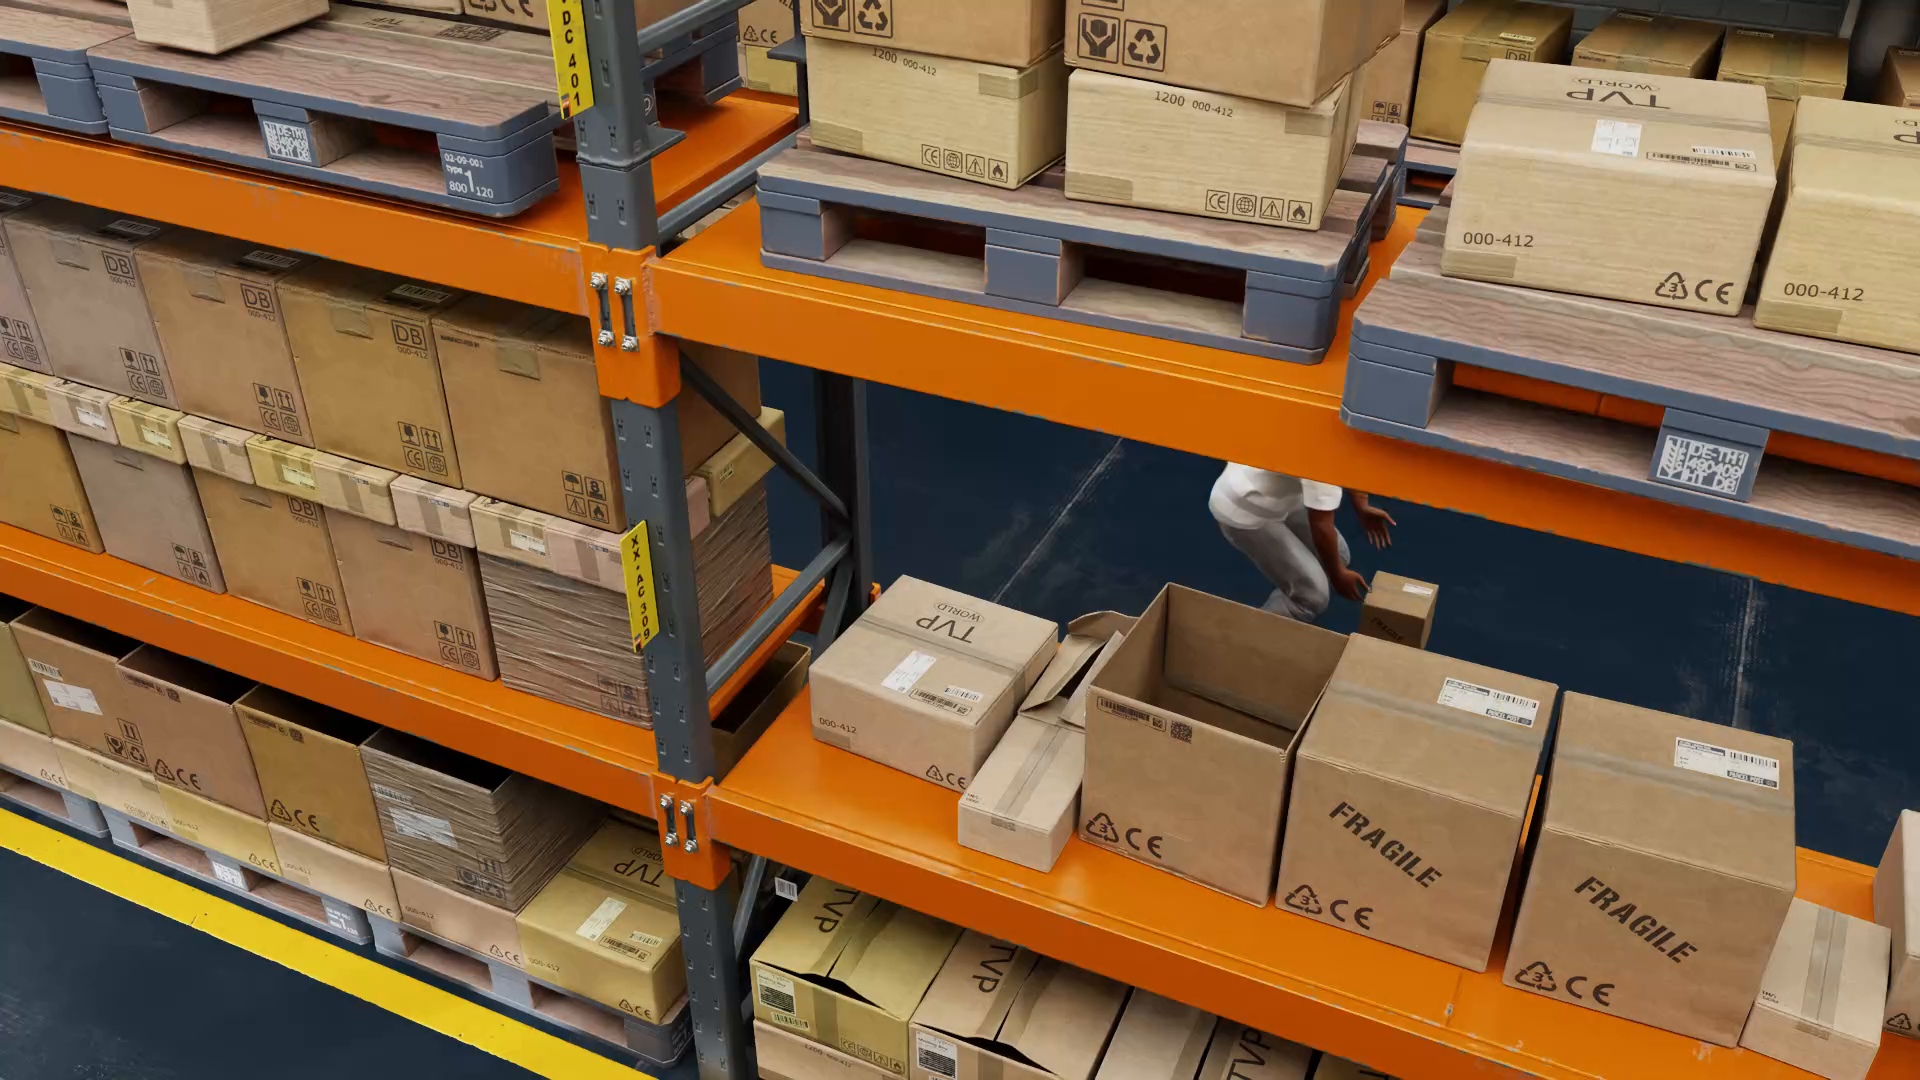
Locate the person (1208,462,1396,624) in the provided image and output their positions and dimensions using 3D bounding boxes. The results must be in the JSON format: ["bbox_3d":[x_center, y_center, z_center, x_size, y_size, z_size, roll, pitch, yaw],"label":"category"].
[{"bbox_3d":[1.388,-0.104,6.607,0.762,1.403,0.632,14,36,21],"label":"person"}]
